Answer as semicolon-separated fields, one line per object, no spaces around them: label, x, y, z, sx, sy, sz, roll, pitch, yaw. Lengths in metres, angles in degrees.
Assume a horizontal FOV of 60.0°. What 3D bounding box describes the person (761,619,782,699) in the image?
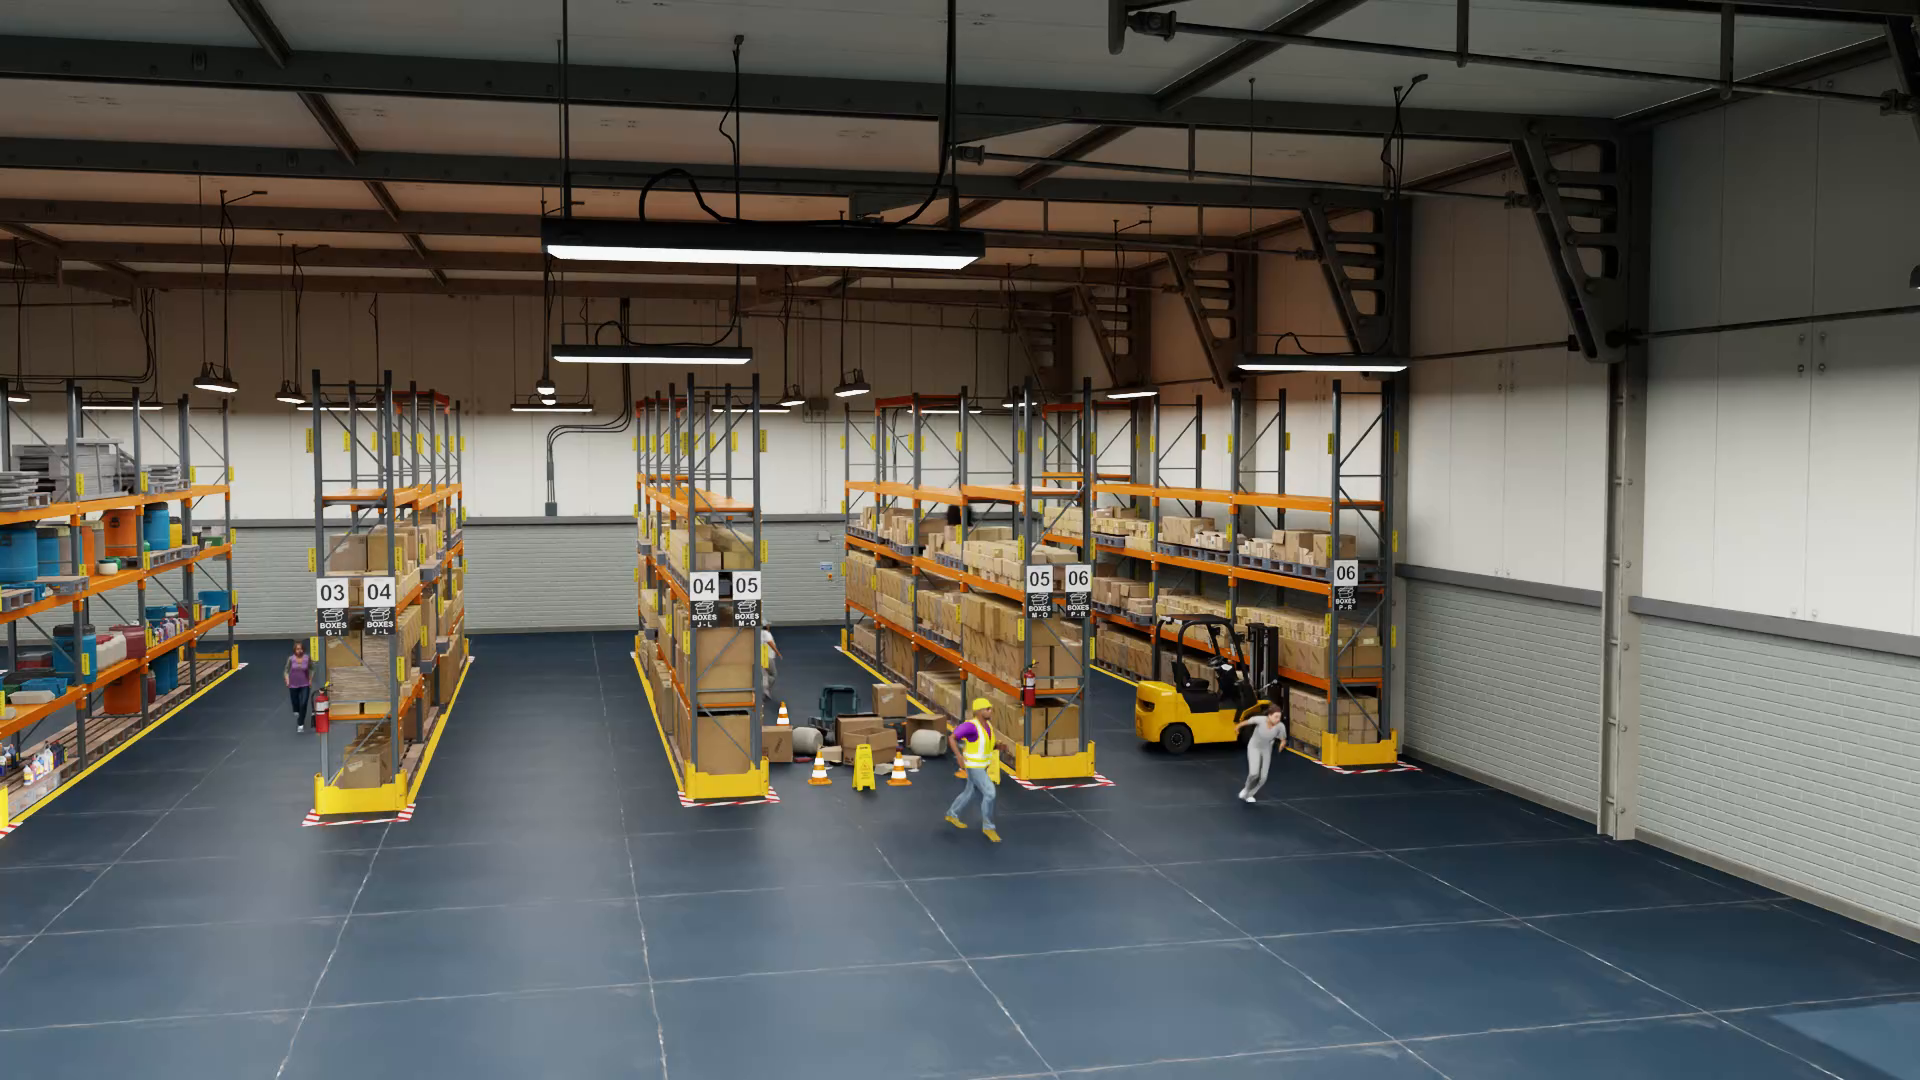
person;-3.825;2.363;32.544;0.714;1.601;0.626;1;4;20

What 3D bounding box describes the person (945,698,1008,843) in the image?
person;0.166;2.904;21.087;0.884;1.815;0.743;2;4;26

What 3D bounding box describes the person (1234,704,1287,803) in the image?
person;4.179;2.949;22.928;0.584;1.444;0.903;-1;3;-9

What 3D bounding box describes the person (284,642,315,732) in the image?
person;-11.553;2.560;29.100;0.516;1.552;0.662;-1;4;-20
